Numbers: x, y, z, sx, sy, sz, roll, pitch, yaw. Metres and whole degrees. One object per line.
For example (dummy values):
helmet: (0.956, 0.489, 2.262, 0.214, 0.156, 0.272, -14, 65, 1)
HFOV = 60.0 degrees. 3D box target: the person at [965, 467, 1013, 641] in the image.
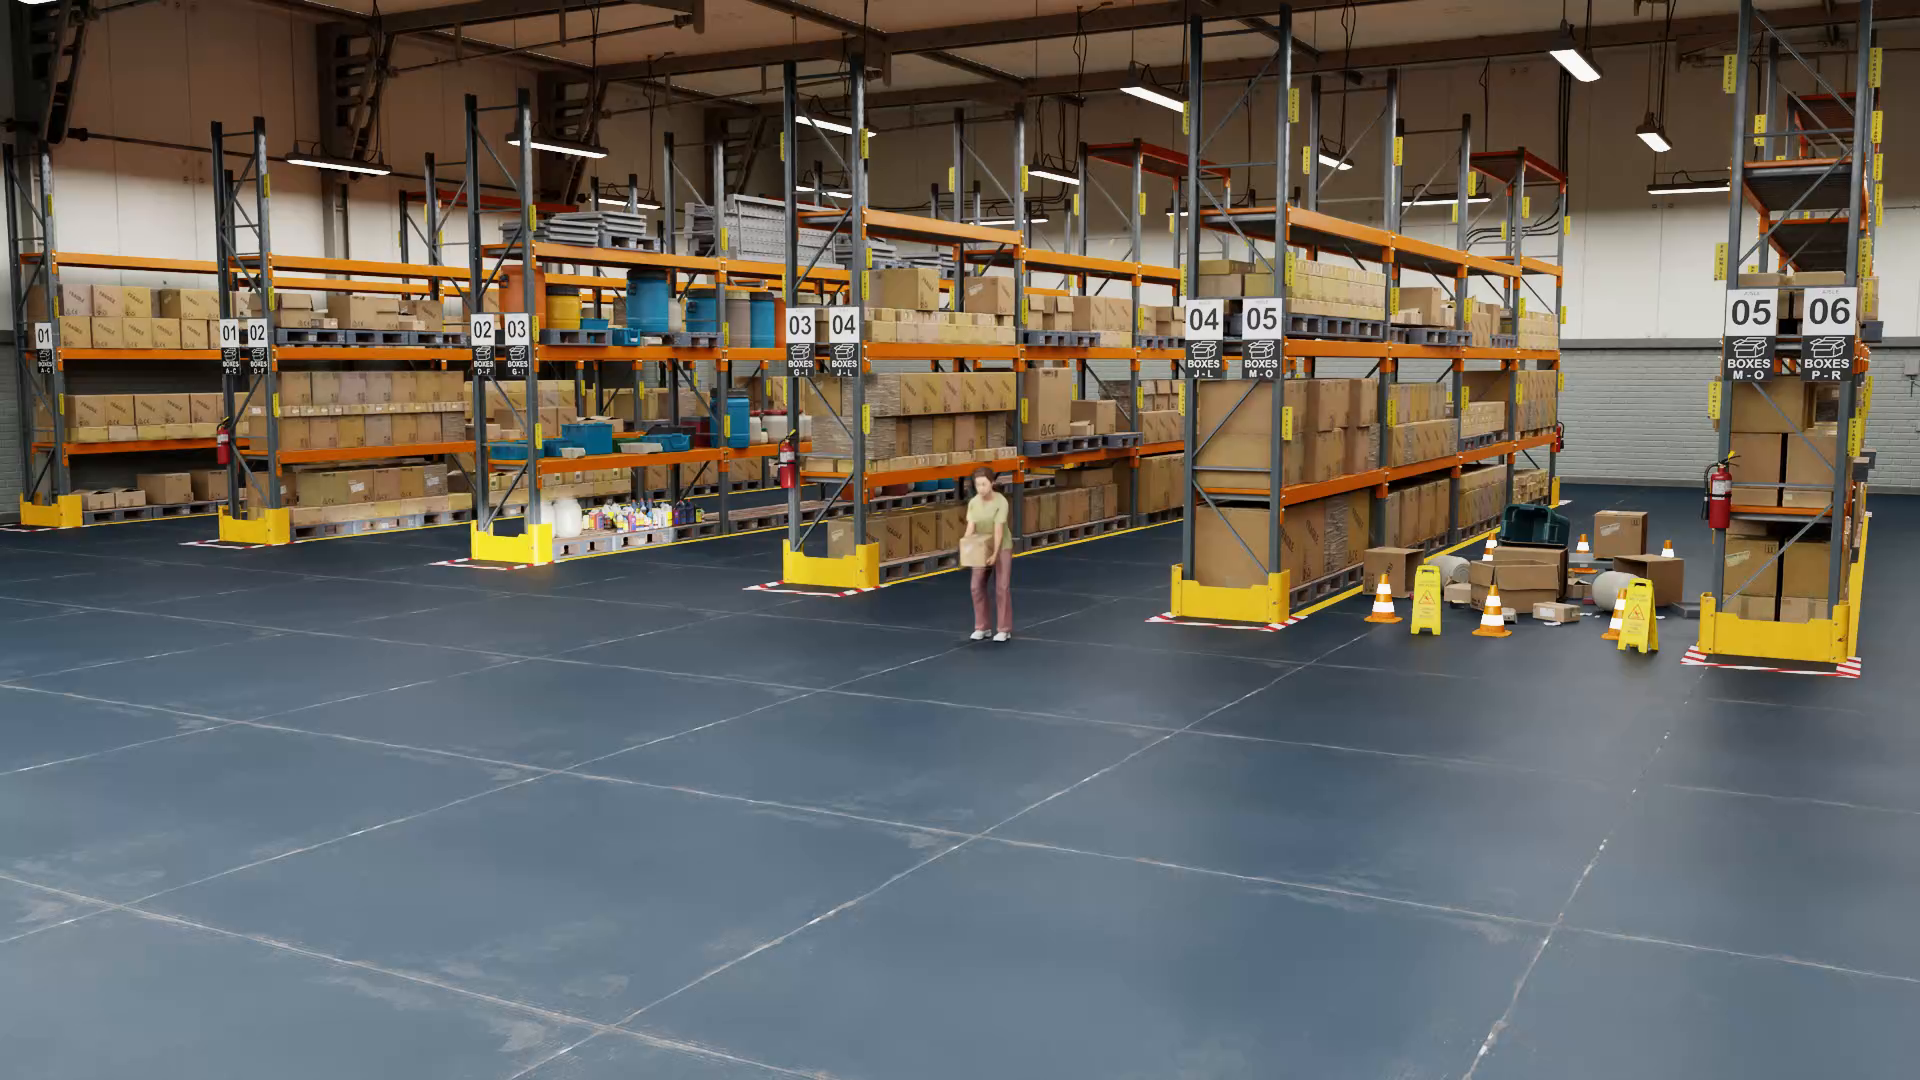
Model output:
person: (0.268, 0.130, 15.381, 0.404, 1.623, 0.539, 3, 7, 28)
